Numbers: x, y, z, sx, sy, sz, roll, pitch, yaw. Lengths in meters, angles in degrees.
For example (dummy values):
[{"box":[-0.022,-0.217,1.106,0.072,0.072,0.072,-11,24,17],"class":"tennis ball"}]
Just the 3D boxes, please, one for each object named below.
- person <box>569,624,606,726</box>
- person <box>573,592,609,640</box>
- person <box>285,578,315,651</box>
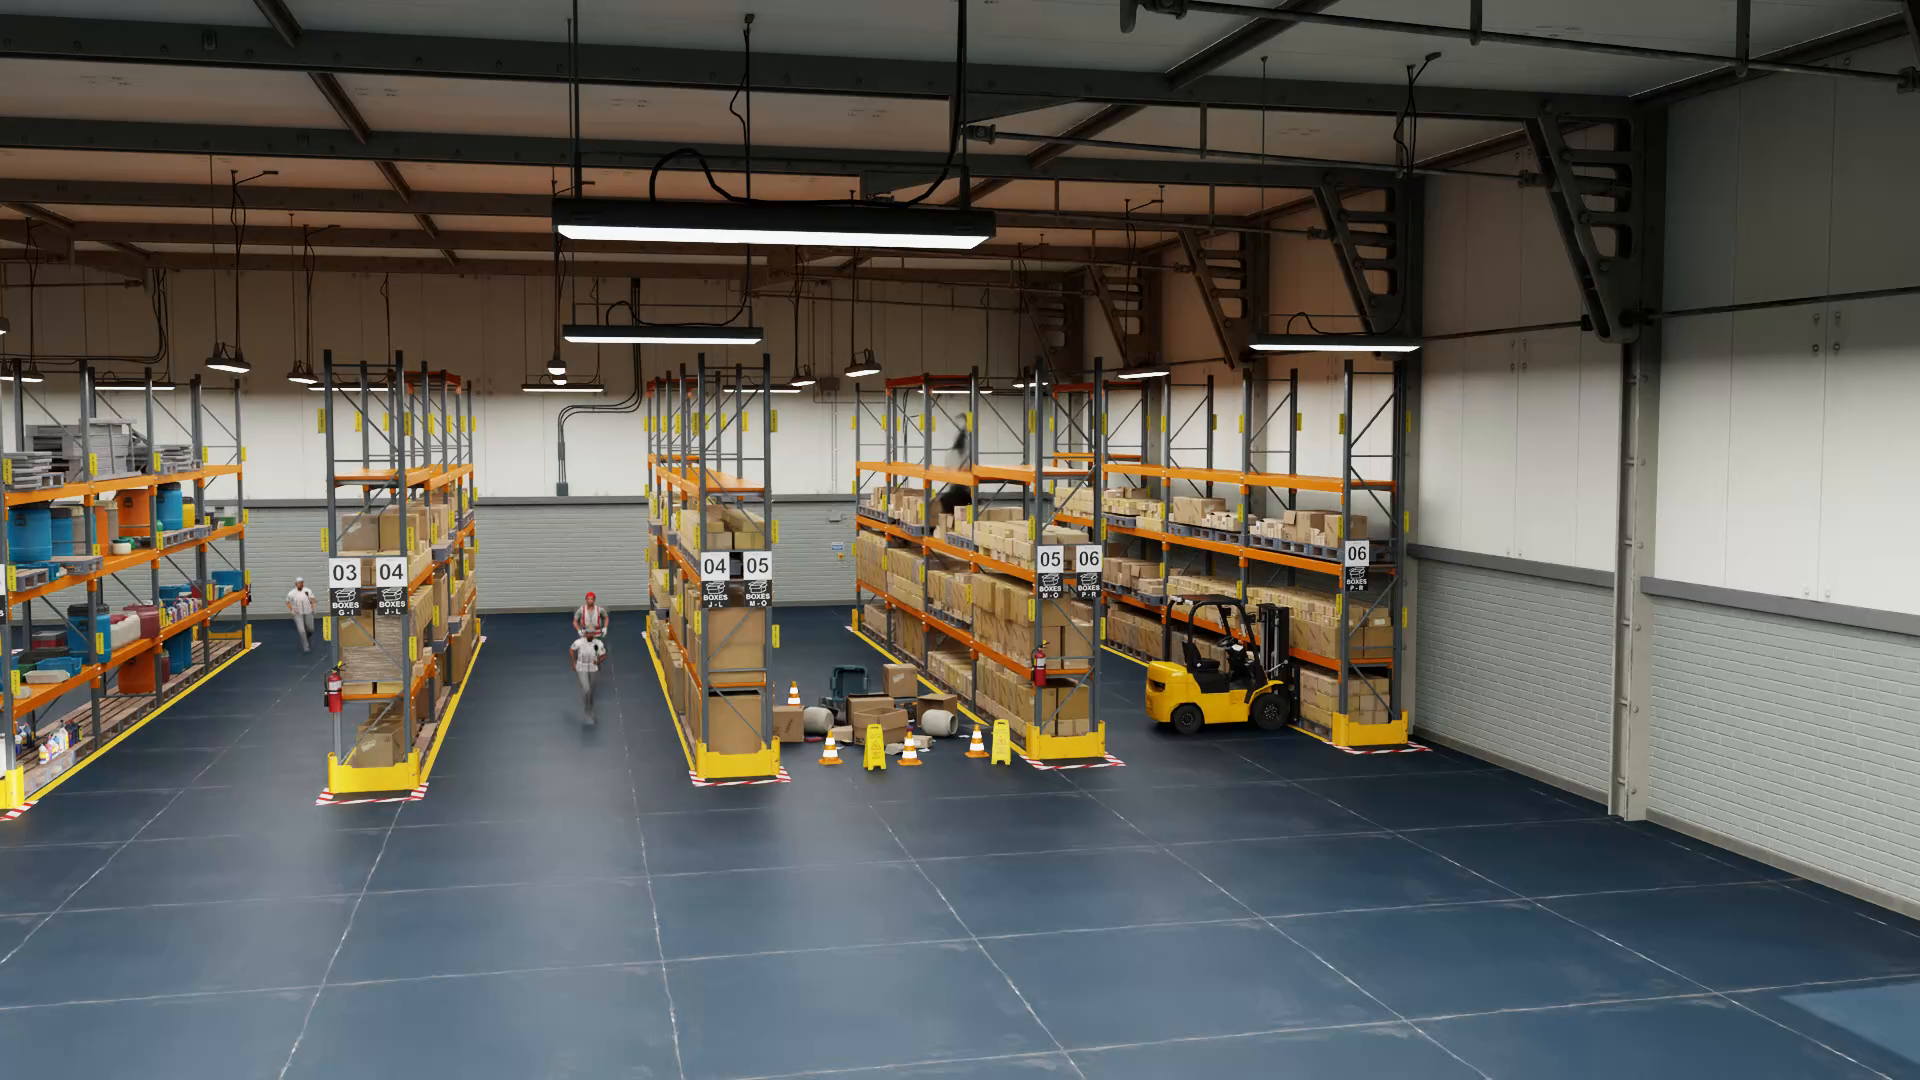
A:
[{"box":[-6.262,2.236,27.993,0.589,1.703,0.825,-2,4,-22],"class":"person"},{"box":[-7.153,1.882,32.286,0.682,1.770,0.712,-1,4,-13],"class":"person"},{"box":[-14.612,1.638,36.868,0.629,1.626,0.567,-2,5,-31],"class":"person"}]
